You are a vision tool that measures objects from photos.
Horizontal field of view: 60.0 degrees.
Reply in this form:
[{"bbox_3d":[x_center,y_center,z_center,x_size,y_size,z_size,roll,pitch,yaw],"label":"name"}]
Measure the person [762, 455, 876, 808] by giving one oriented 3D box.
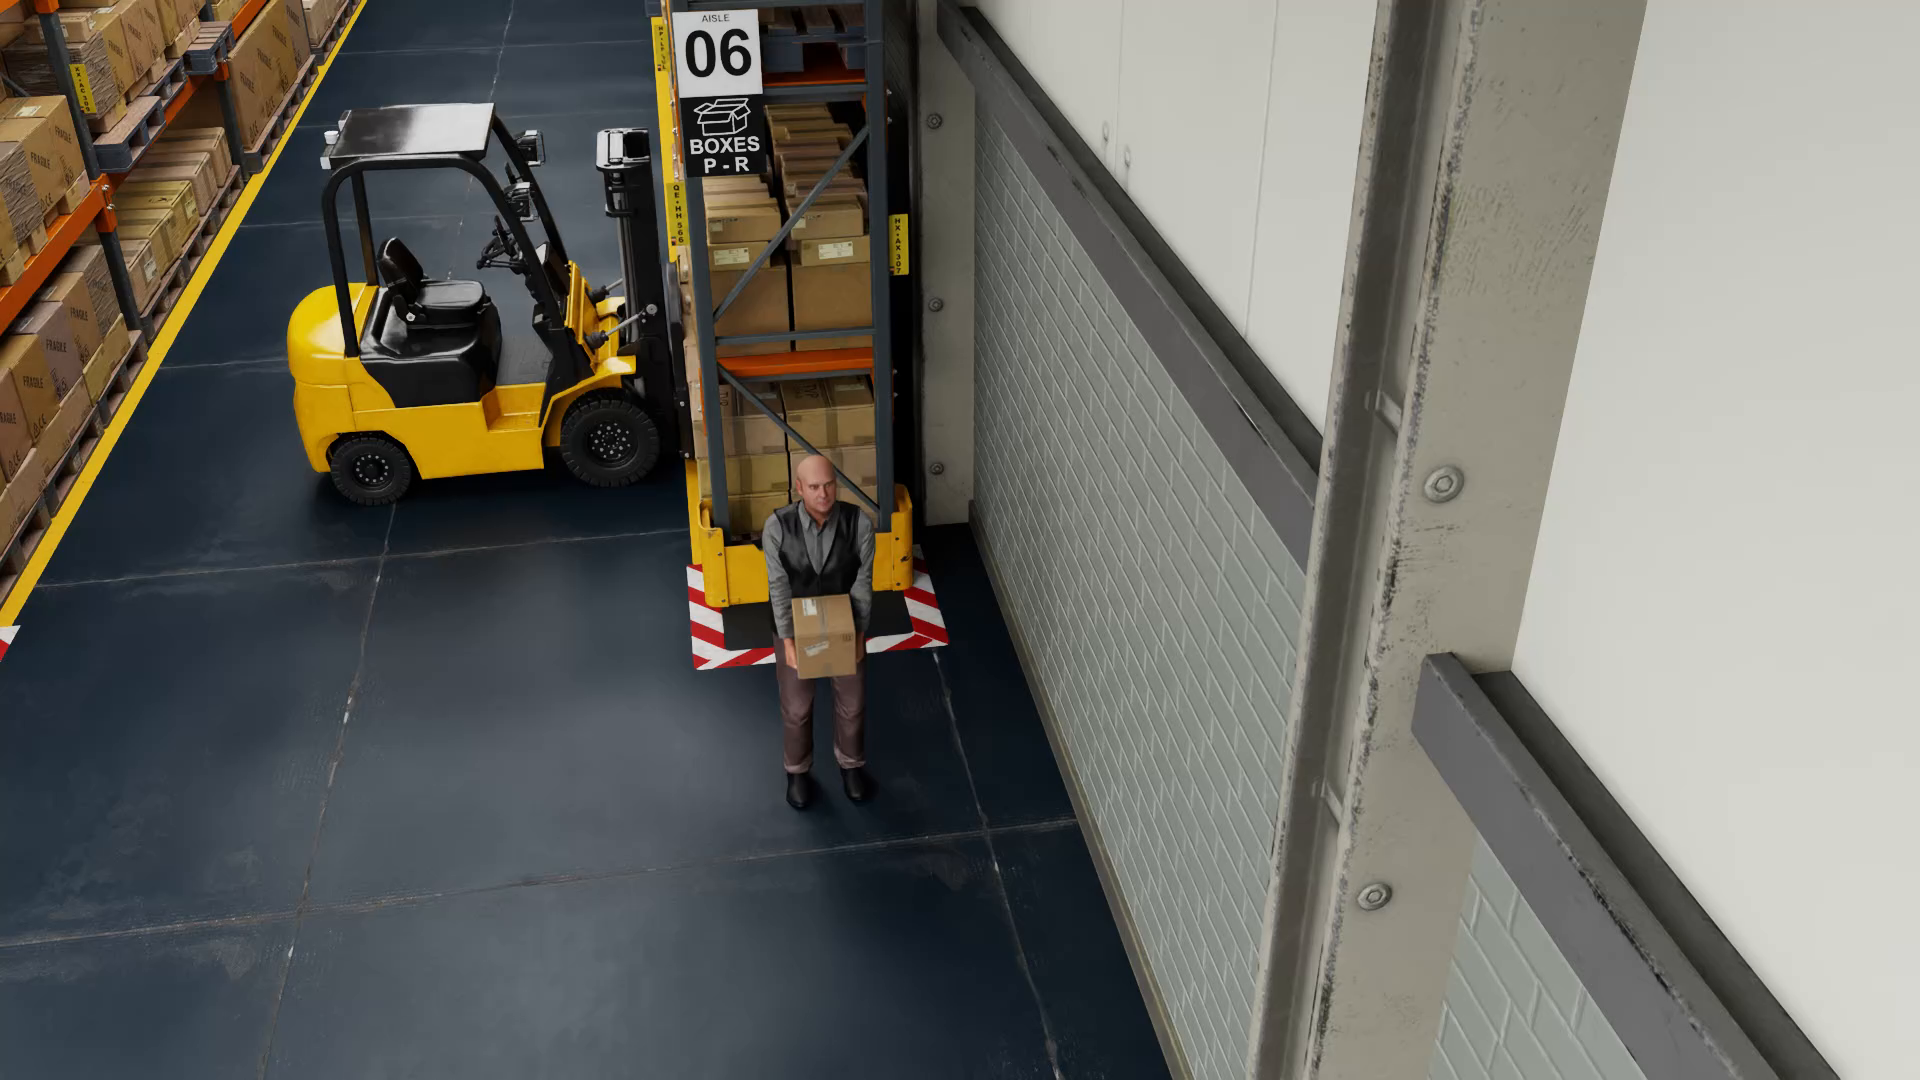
[{"bbox_3d":[-0.595,0.460,7.388,0.494,1.714,0.554,-5,31,-8],"label":"person"}]
